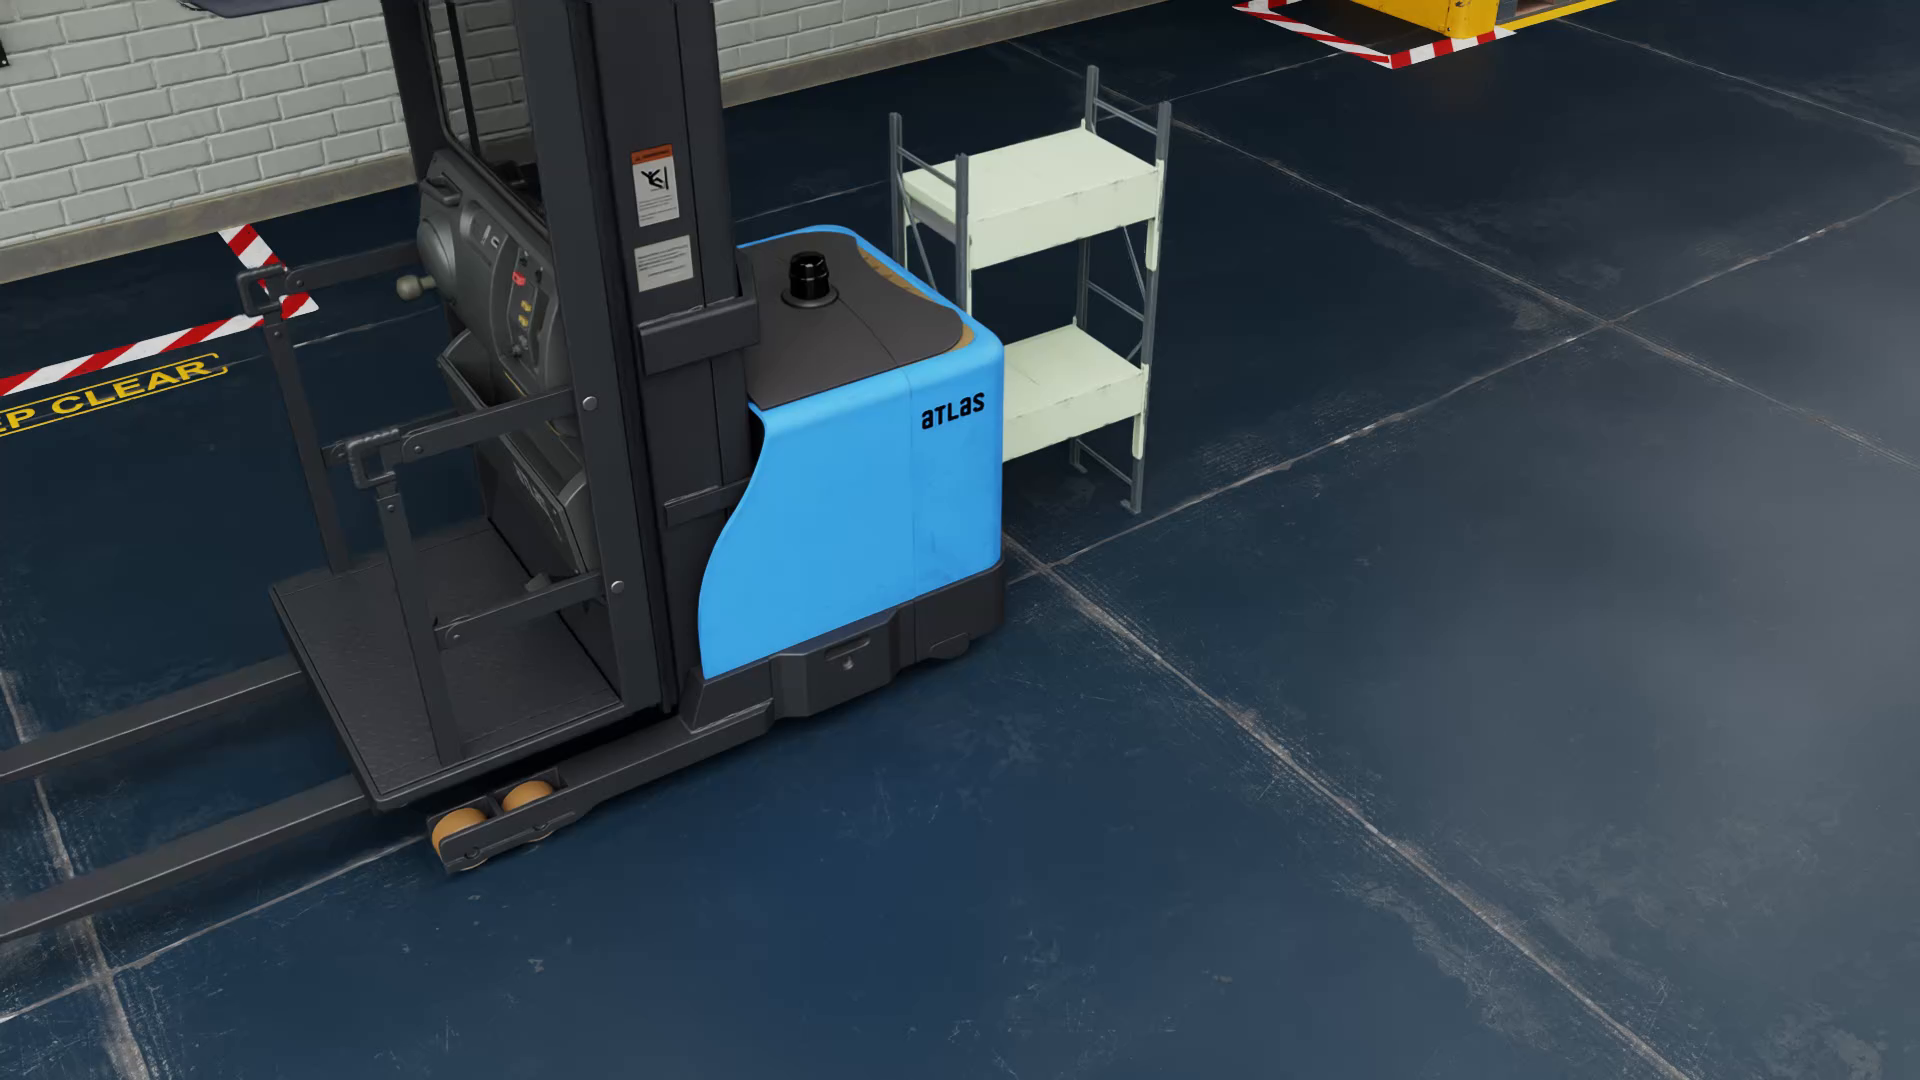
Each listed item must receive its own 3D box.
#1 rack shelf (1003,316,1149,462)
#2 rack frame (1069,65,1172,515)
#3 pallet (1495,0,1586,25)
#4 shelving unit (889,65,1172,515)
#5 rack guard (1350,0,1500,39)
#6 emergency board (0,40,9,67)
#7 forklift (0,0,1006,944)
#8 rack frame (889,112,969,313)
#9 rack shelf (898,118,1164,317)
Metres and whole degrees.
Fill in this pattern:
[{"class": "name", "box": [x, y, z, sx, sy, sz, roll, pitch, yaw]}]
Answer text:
[{"class": "rack shelf", "box": [0.214, -0.418, 5.604, 0.720, 0.370, 0.431, -21, 41, -26]}, {"class": "rack frame", "box": [0.521, -0.799, 5.576, 0.023, 1.500, 0.400, -21, 41, -26]}, {"class": "pallet", "box": [3.457, -3.642, 10.633, 1.213, 0.211, 1.003, -22, 41, -28]}, {"class": "shelving unit", "box": [0.214, -0.682, 5.414, 0.755, 1.500, 0.431, -21, 41, -26]}, {"class": "rack guard", "box": [2.772, -3.503, 10.192, 0.348, 0.500, 1.175, -22, 41, -28]}, {"class": "emergency board", "box": [-4.162, -2.309, 6.392, 0.643, 1.169, 0.194, -22, 41, -28]}, {"class": "forklift", "box": [-1.373, -0.650, 4.143, 3.031, 2.935, 1.130, -21, 41, -26]}, {"class": "rack frame", "box": [-0.093, -0.566, 5.252, 0.023, 1.500, 0.400, -21, 41, -26]}, {"class": "rack shelf", "box": [0.214, -0.999, 5.186, 0.720, 0.370, 0.431, -21, 41, -26]}]
